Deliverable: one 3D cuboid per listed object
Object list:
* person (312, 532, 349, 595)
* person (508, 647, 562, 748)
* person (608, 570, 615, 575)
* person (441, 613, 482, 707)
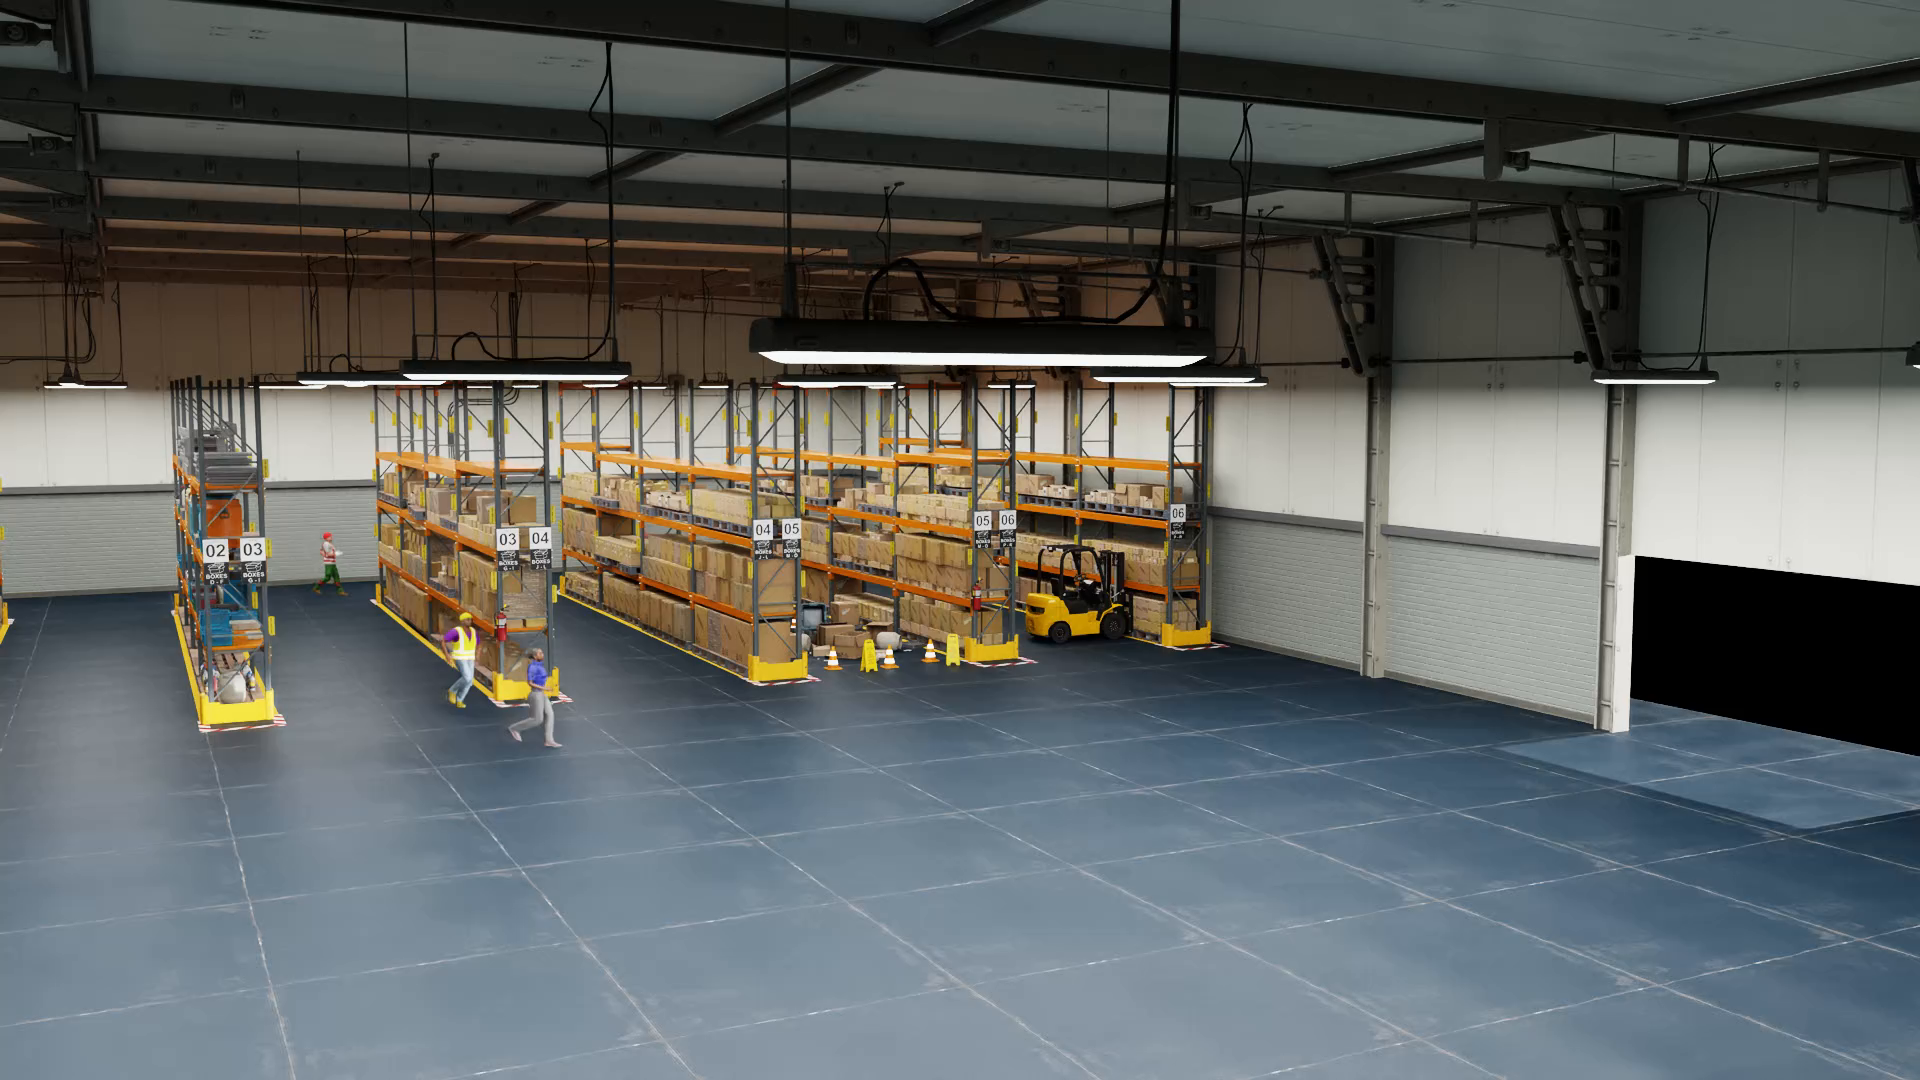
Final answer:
[{"bbox_3d":[-17.553,0.679,46.312,0.968,1.787,0.647,-2,5,-18],"label":"person"},{"bbox_3d":[-6.837,2.538,26.753,0.834,1.648,0.585,0,5,-2],"label":"person"},{"bbox_3d":[-10.198,0.463,49.602,0.633,1.800,0.785,4,7,39],"label":"person"},{"bbox_3d":[-9.007,2.183,30.308,0.537,1.719,0.730,3,6,32],"label":"person"}]
